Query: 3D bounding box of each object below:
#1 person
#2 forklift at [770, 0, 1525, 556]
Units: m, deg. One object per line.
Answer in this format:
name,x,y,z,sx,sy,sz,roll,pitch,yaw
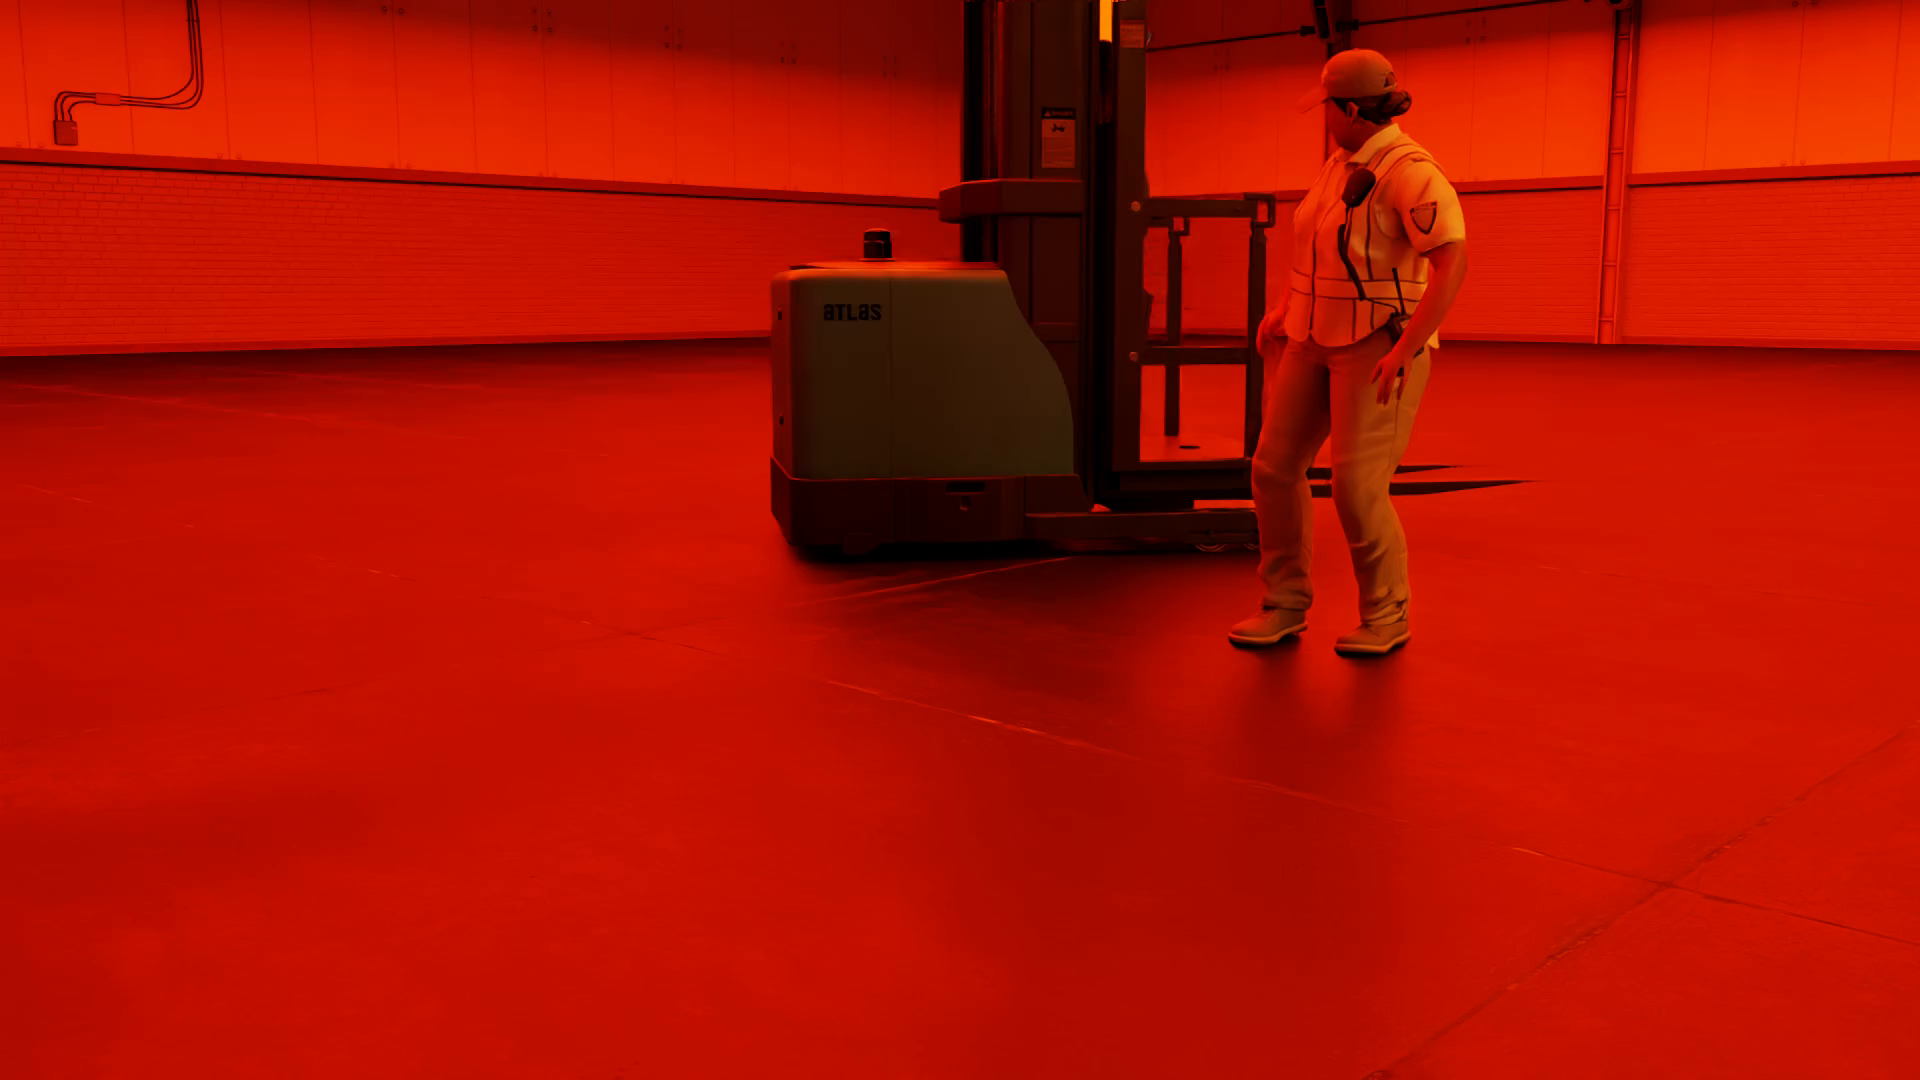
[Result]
person,1.077,-0.503,4.586,0.512,1.641,0.673,-5,10,-30
forklift,0.773,-1.476,6.678,3.031,2.935,1.130,-2,9,-11
